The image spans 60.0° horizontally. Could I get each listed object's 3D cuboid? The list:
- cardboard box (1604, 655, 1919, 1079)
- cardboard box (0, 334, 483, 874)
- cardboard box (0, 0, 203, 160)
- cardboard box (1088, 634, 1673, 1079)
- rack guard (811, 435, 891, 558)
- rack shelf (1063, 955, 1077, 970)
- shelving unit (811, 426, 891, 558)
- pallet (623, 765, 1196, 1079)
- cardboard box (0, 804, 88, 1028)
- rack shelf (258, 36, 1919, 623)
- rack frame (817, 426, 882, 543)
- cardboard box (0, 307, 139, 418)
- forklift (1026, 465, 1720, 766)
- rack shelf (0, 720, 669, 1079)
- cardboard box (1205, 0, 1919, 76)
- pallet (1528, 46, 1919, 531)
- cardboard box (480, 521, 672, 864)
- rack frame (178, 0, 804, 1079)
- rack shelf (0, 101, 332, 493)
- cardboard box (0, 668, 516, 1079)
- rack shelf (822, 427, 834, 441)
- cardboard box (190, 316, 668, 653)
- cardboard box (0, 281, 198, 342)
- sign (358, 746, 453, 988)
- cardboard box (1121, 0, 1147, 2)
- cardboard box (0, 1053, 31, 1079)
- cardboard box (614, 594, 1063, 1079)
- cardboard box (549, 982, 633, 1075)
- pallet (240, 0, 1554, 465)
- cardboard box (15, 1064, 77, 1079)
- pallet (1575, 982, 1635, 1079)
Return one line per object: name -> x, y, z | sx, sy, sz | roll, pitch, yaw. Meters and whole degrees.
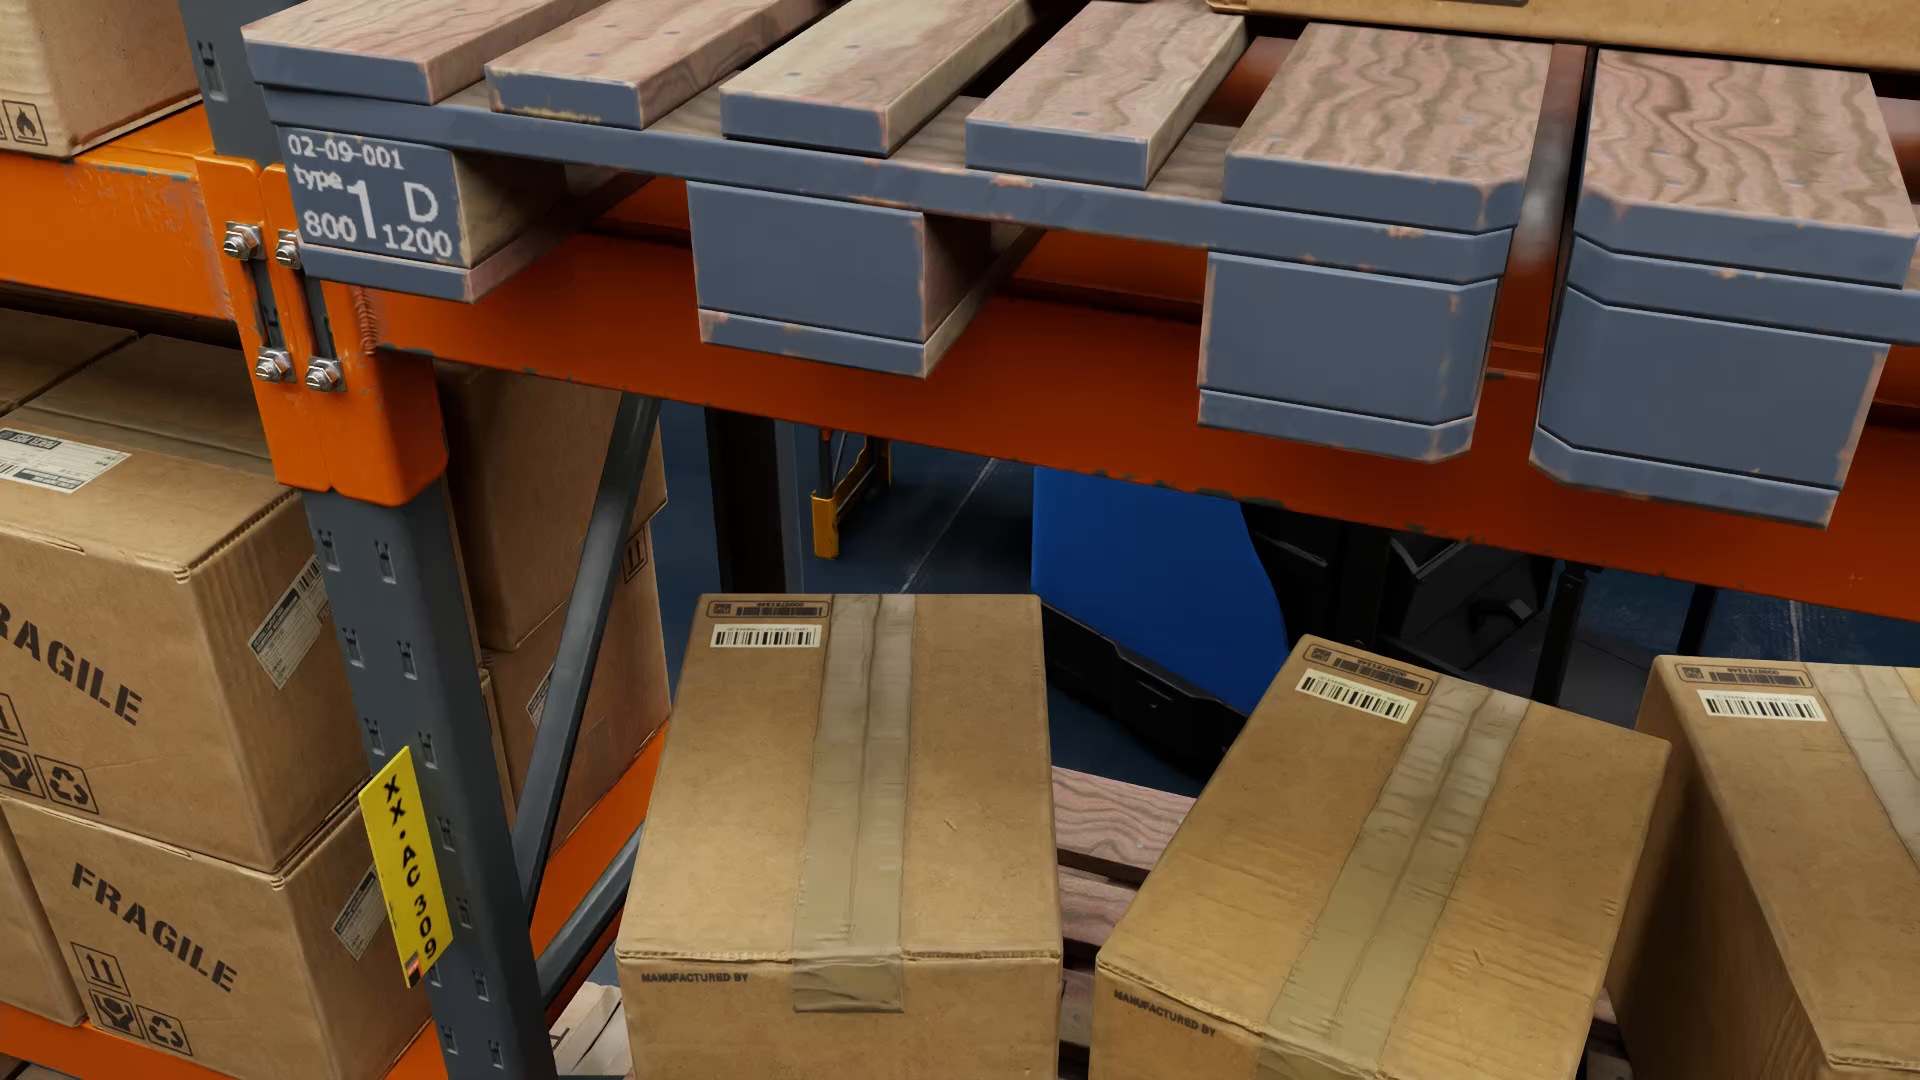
cardboard box -> 1.180, 0.566, 2.129 | 0.500, 0.500, 0.700 | 3, 33, 4
cardboard box -> -1.068, 0.070, 2.362 | 0.500, 0.500, 0.500 | 11, 34, 17
cardboard box -> -1.052, -0.658, 1.877 | 0.500, 0.250, 0.500 | 11, 34, 16
cardboard box -> 0.535, 0.568, 2.125 | 0.500, 0.500, 0.700 | 17, 36, 24
rack guard -> -0.406, -0.193, 6.315 | 0.087, 0.250, 0.587 | 11, 35, 17
rack shelf -> 1.379, 1.160, 2.350 | 4.000, 0.370, 1.077 | 11, 34, 16
shelving unit -> 0.061, -0.624, 5.830 | 1.083, 1.500, 0.587 | 11, 35, 17
pallet -> 0.211, 0.775, 2.461 | 1.213, 0.211, 1.003 | 11, 34, 16
cardboard box -> -1.547, 0.396, 2.779 | 0.500, 0.500, 0.500 | 12, 35, 18
rack shelf -> 1.379, -0.100, 1.537 | 4.000, 0.370, 1.077 | 11, 34, 16
rack frame -> -0.409, -0.716, 5.974 | 0.032, 1.500, 0.500 | 11, 35, 17
cardboard box -> -1.551, -0.023, 2.506 | 0.500, 0.500, 0.500 | 10, 34, 16
forklift -> 1.610, -0.433, 4.219 | 1.130, 2.935, 3.031 | -28, 42, -36
rack shelf -> -2.387, 0.428, 3.484 | 4.000, 0.370, 1.077 | 11, 34, 16
cardboard box -> 0.582, -0.788, 1.368 | 0.600, 0.600, 0.600 | 11, 34, 16
pallet -> 1.063, -0.346, 1.428 | 1.003, 0.211, 1.213 | 11, 34, 16
cardboard box -> -0.892, 0.218, 3.055 | 0.500, 0.500, 0.500 | 12, 35, 18
rack frame -> -0.505, 0.494, 2.720 | 0.053, 2.616, 0.949 | 11, 34, 16
rack shelf -> -2.387, -0.832, 2.671 | 4.000, 0.370, 1.077 | 11, 34, 16
cardboard box -> -1.061, 0.490, 2.634 | 0.500, 0.500, 0.500 | 12, 35, 17
rack shelf -> 0.069, -0.471, 5.926 | 1.000, 0.185, 0.538 | 11, 35, 17
cardboard box -> -0.853, -0.200, 2.780 | 0.500, 0.500, 0.500 | 12, 35, 18
cardboard box -> -1.339, -0.294, 2.926 | 0.500, 0.500, 0.500 | 10, 34, 15
sign -> -0.680, 0.407, 2.056 | 0.005, 0.325, 0.100 | 11, 34, 16
cardboard box -> -0.055, -0.899, 1.539 | 0.600, 0.600, 0.600 | 8, 34, 12
cardboard box -> -2.275, 1.015, 3.808 | 0.637, 0.503, 0.797 | 11, 34, 16
cardboard box -> -0.134, 0.475, 2.270 | 0.500, 0.500, 0.700 | 0, 33, 0
cardboard box -> -0.826, 1.250, 3.622 | 0.500, 0.311, 0.500 | 11, 34, 16
pallet -> 0.086, -0.534, 1.719 | 1.003, 0.211, 1.213 | 11, 34, 16
cardboard box -> -1.842, 1.340, 3.482 | 0.500, 0.311, 0.500 | 11, 34, 16
pallet -> 1.429, 0.951, 2.188 | 1.213, 0.211, 1.003 | 11, 34, 16
